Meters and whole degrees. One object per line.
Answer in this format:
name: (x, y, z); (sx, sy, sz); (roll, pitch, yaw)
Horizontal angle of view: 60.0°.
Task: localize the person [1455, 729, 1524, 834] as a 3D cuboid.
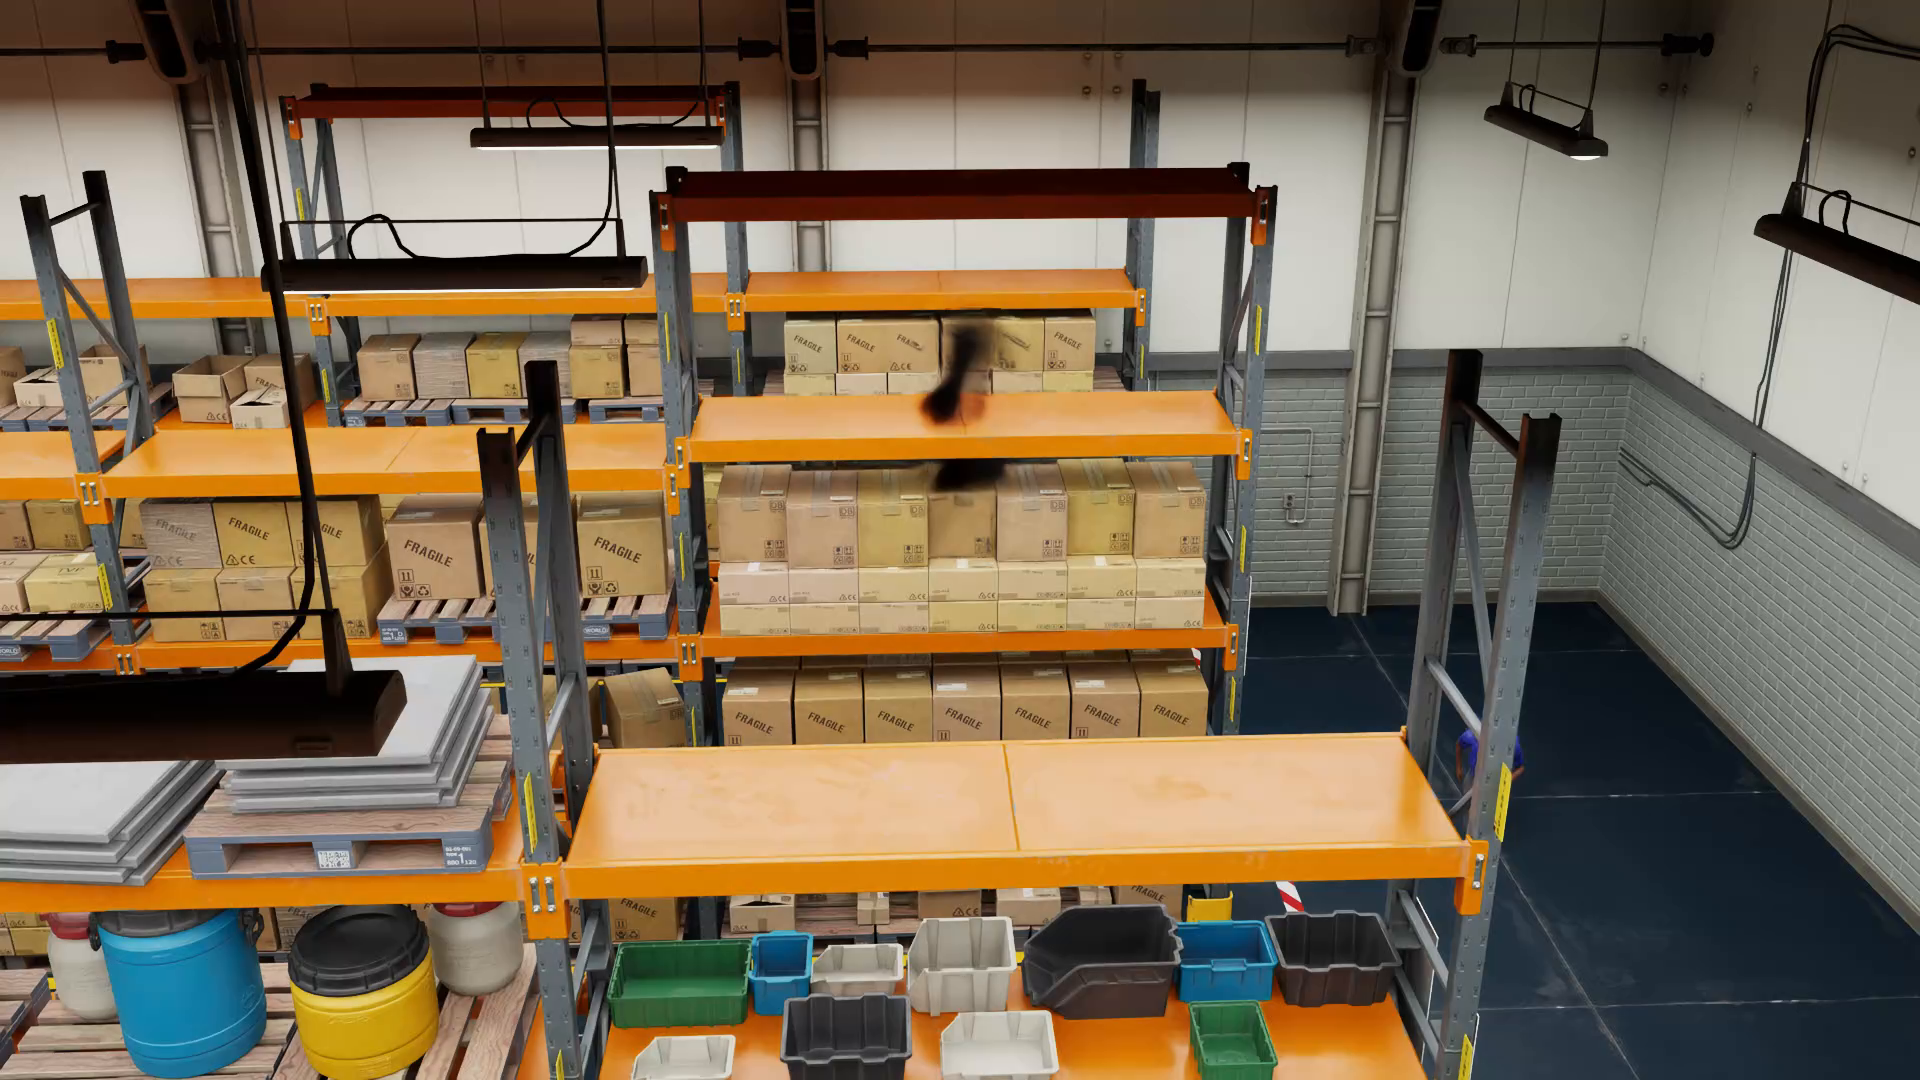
person: (4.414, 2.084, 13.978); (0.560, 1.592, 0.704); (7, 23, 17)
